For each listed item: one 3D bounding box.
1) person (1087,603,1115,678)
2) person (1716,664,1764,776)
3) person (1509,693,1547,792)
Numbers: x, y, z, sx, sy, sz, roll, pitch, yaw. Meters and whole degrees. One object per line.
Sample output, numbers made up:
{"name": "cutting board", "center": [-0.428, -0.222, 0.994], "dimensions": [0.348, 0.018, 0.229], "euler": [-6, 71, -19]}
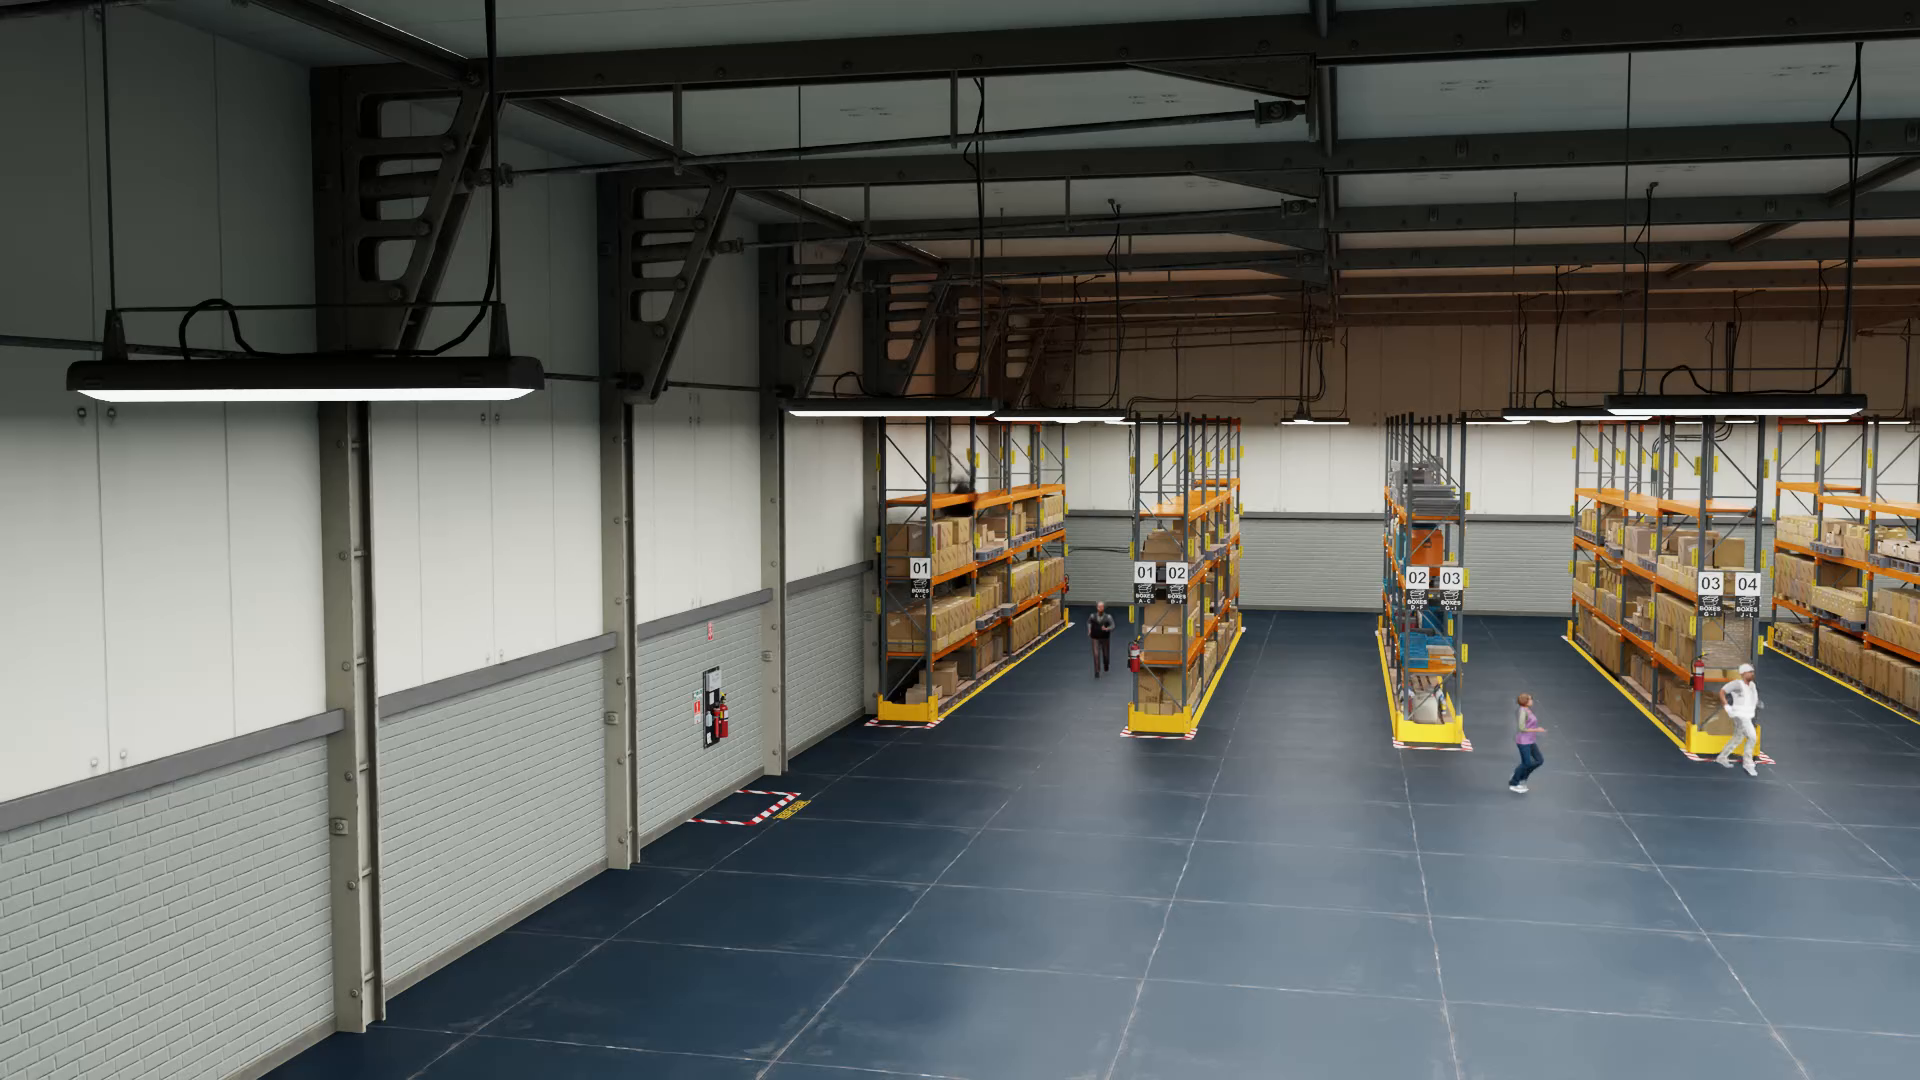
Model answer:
{"name": "person", "center": [3.227, 2.284, 38.182], "dimensions": [0.667, 1.697, 0.915], "euler": [1, 4, 11]}
{"name": "person", "center": [13.000, 2.973, 27.666], "dimensions": [0.686, 1.837, 0.756], "euler": [-4, 5, -44]}
{"name": "person", "center": [8.889, 3.167, 25.975], "dimensions": [0.580, 1.564, 0.519], "euler": [3, 5, 34]}
